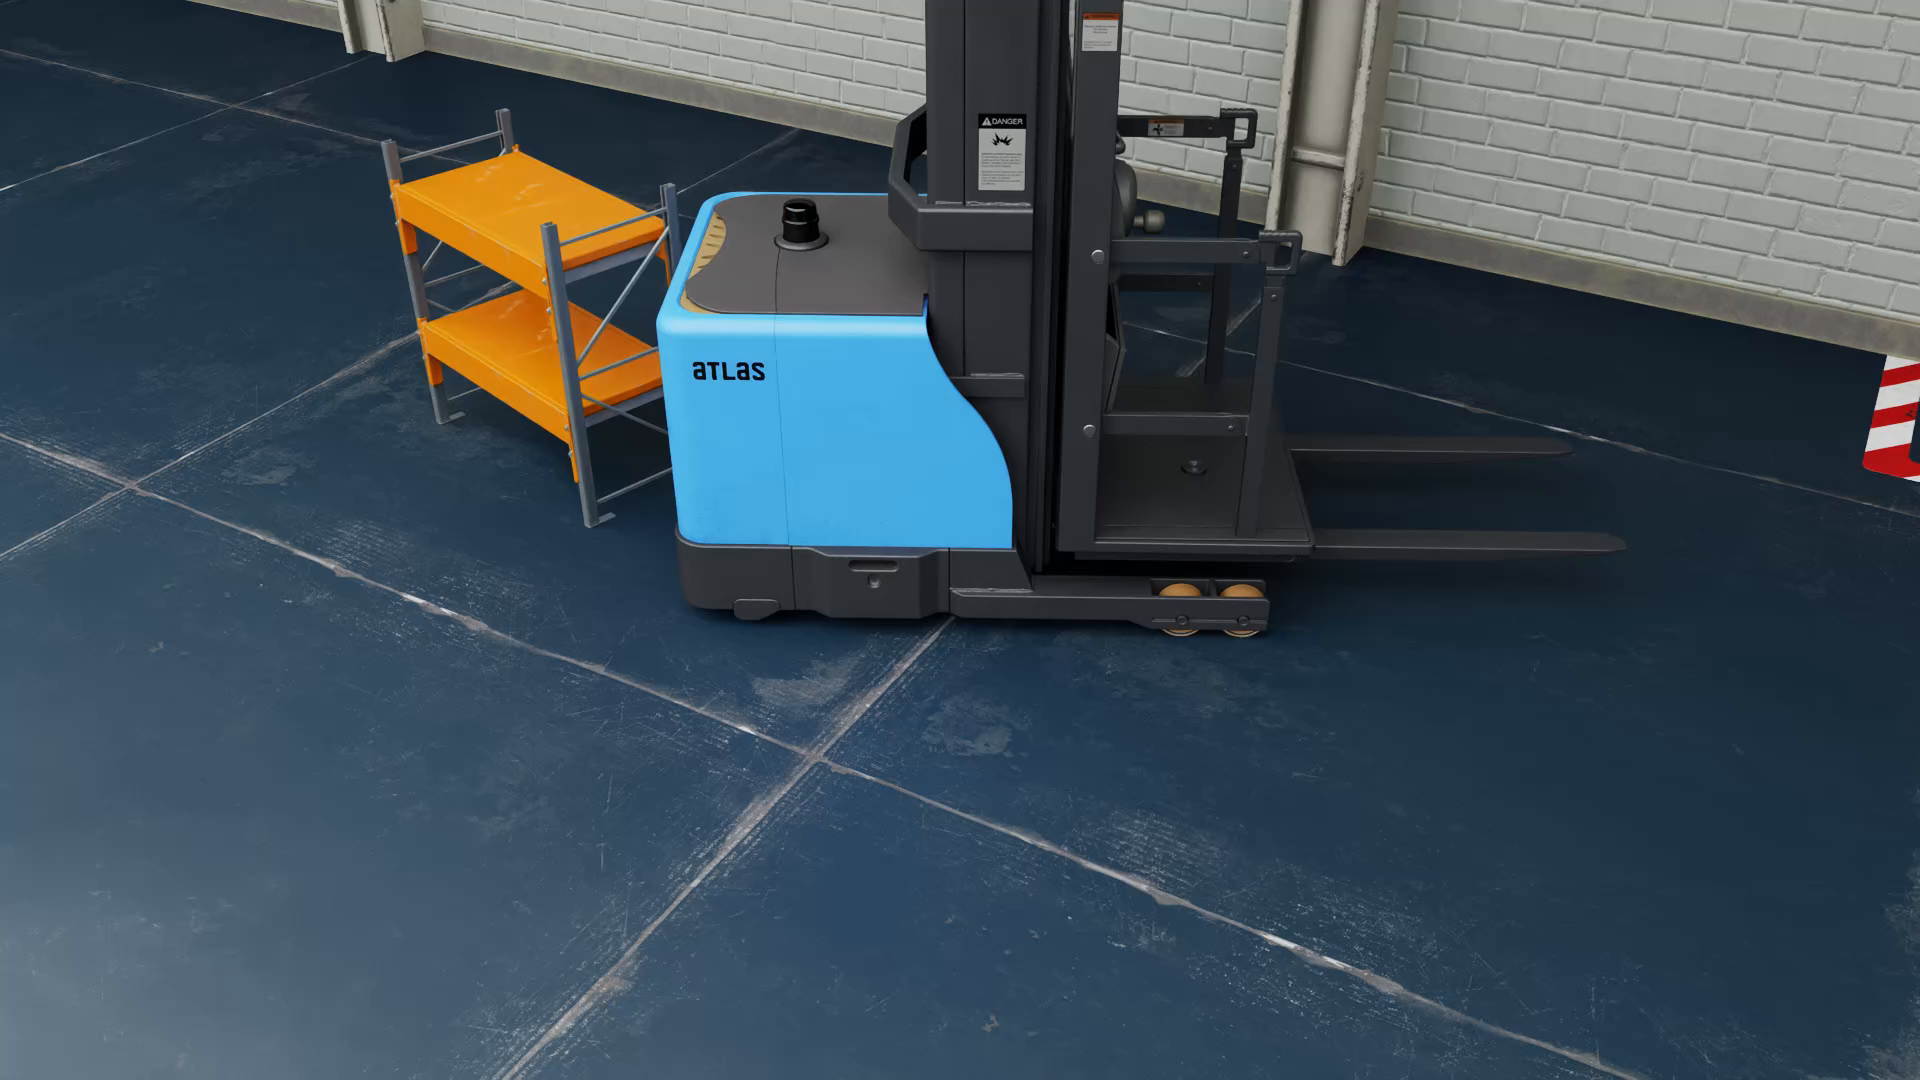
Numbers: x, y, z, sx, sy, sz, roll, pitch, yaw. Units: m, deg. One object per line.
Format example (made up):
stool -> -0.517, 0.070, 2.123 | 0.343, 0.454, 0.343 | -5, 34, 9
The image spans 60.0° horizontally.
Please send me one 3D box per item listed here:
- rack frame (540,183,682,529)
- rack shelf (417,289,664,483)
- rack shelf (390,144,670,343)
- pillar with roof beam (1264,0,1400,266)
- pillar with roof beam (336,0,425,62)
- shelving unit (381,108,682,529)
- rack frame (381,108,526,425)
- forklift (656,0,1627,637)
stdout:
rack frame -> -1.125, -0.610, 5.651 | 0.500, 1.125, 0.032 | -28, 43, -36
rack shelf -> -1.480, -0.608, 6.089 | 0.538, 0.278, 1.000 | -28, 43, -36
rack shelf -> -1.480, -1.055, 5.791 | 0.538, 0.278, 1.000 | -28, 43, -36
pillar with roof beam -> -0.472, -3.058, 2.224 | 0.400, 9.000, 9.100 | 18, 37, 24
pillar with roof beam -> -5.681, -4.709, 4.702 | 0.400, 9.000, 9.100 | 18, 37, 24
shelving unit -> -1.480, -0.811, 5.954 | 0.538, 1.125, 1.048 | -28, 43, -36
rack frame -> -1.835, -1.013, 6.257 | 0.500, 1.125, 0.032 | -28, 43, -36
forklift -> 0.626, -1.211, 4.925 | 3.031, 2.935, 1.130 | 1, 34, 1
